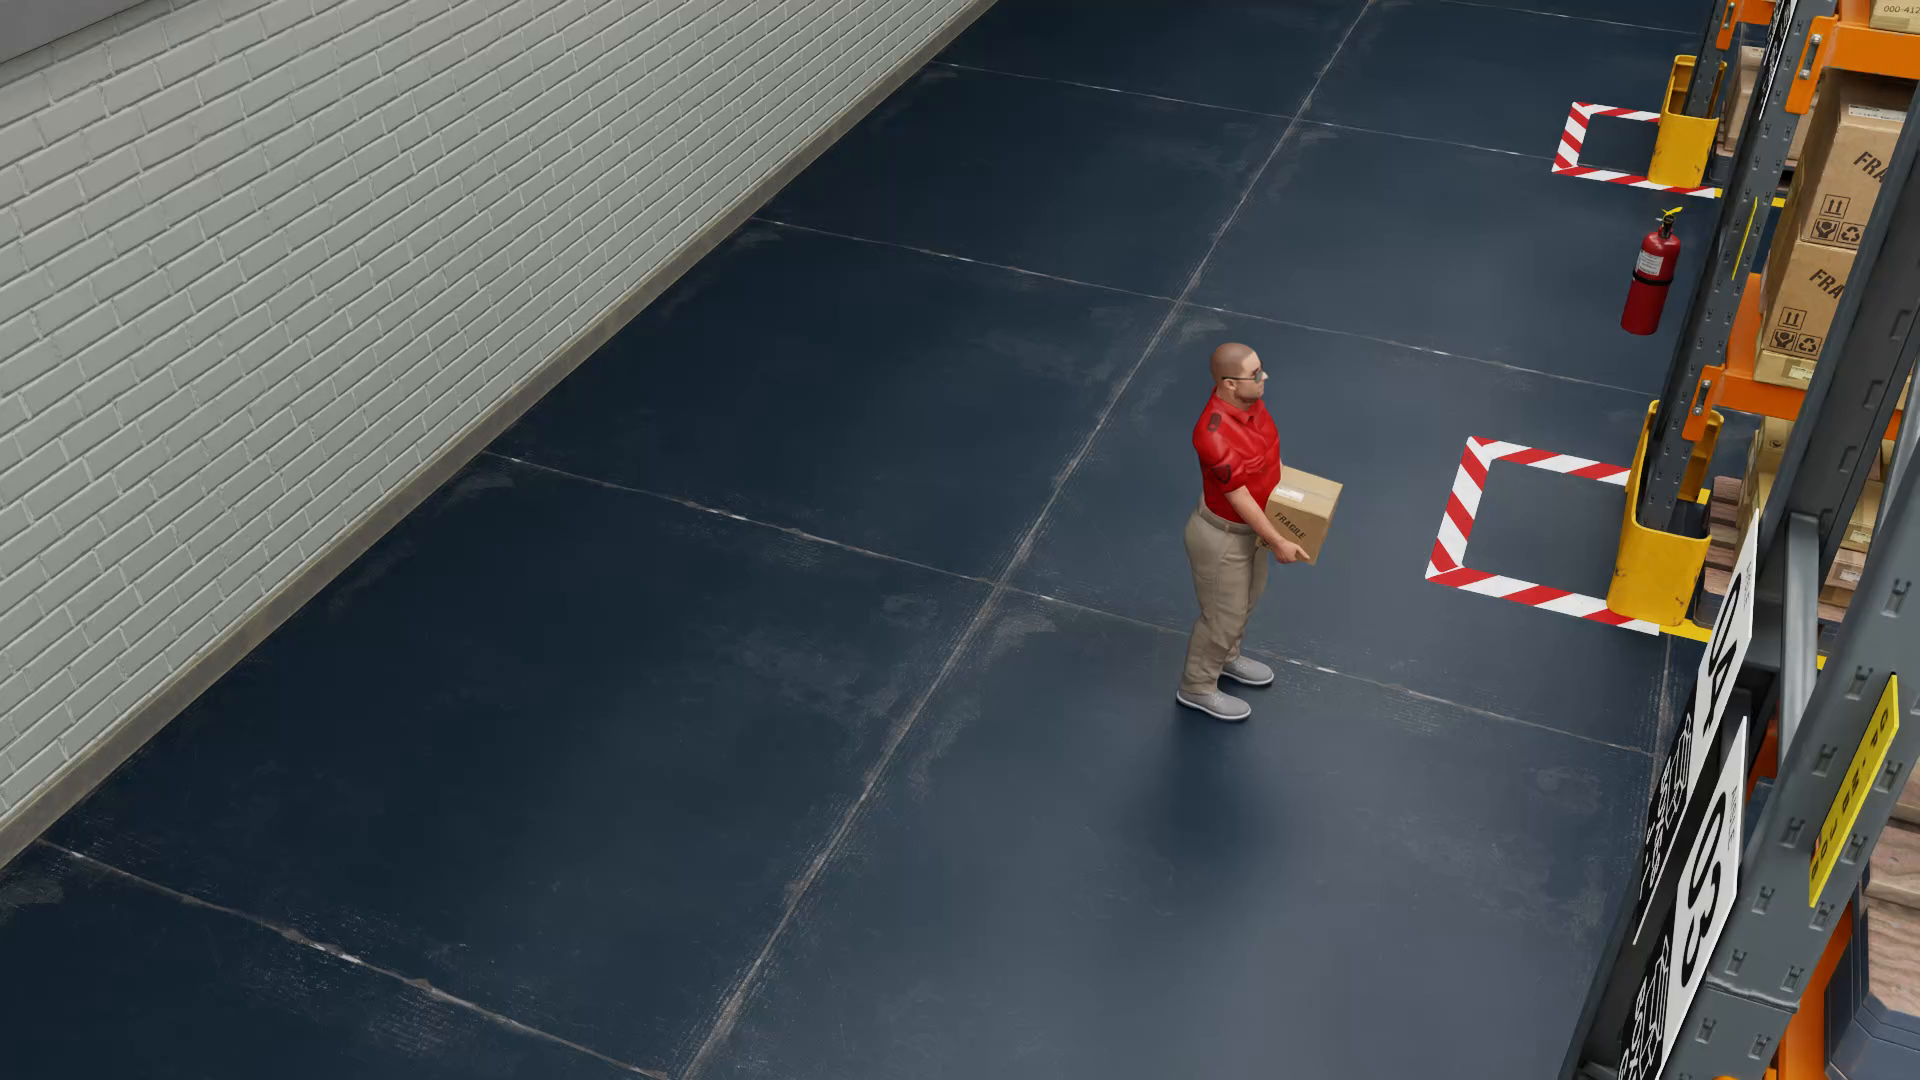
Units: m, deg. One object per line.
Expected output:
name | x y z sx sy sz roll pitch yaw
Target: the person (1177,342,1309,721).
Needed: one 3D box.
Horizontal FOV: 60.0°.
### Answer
person | 1.212 -0.026 6.878 0.531 1.713 0.494 14 40 18
